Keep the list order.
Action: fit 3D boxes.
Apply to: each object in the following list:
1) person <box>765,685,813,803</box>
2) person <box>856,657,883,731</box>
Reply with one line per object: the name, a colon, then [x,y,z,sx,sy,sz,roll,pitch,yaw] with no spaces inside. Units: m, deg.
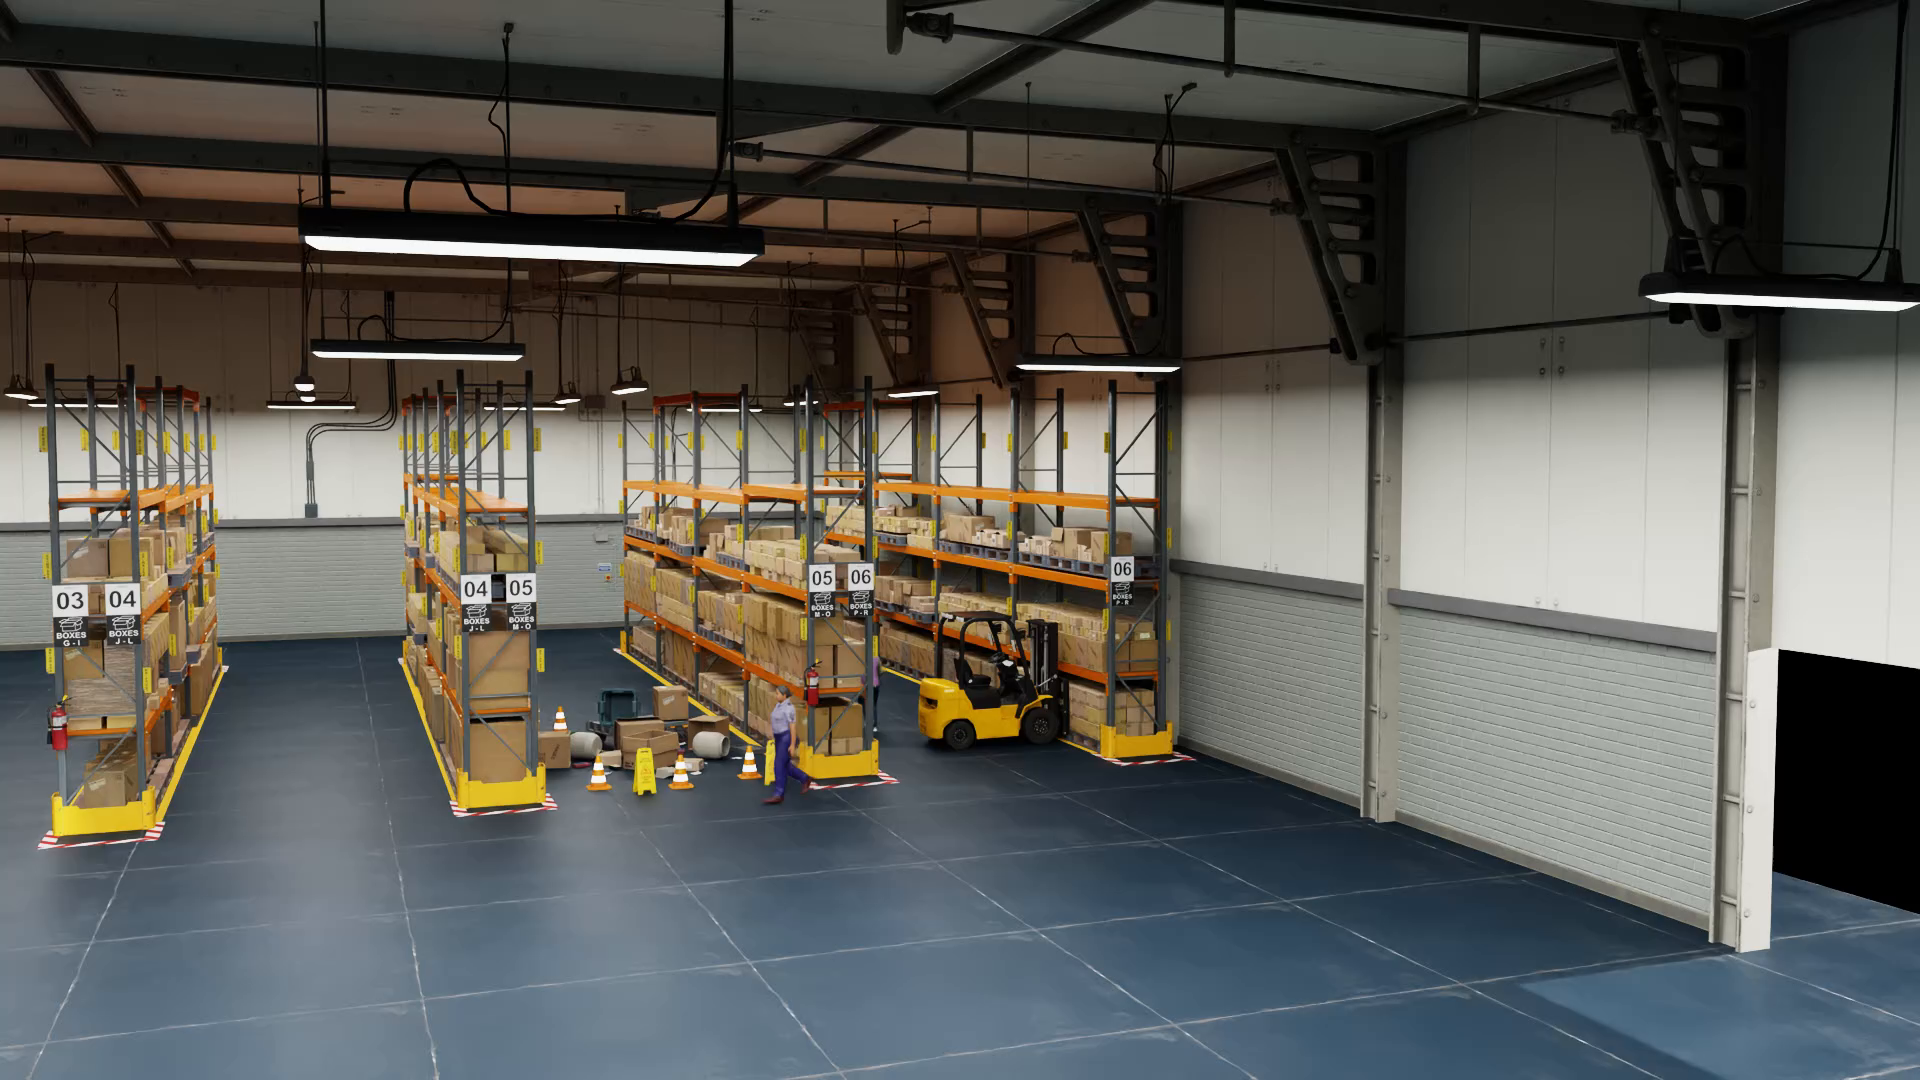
person: [-2.400,2.860,23.303,0.773,1.553,0.570,-1,4,-22]
person: [-1.606,2.556,29.106,0.550,1.501,0.755,-1,3,-17]
